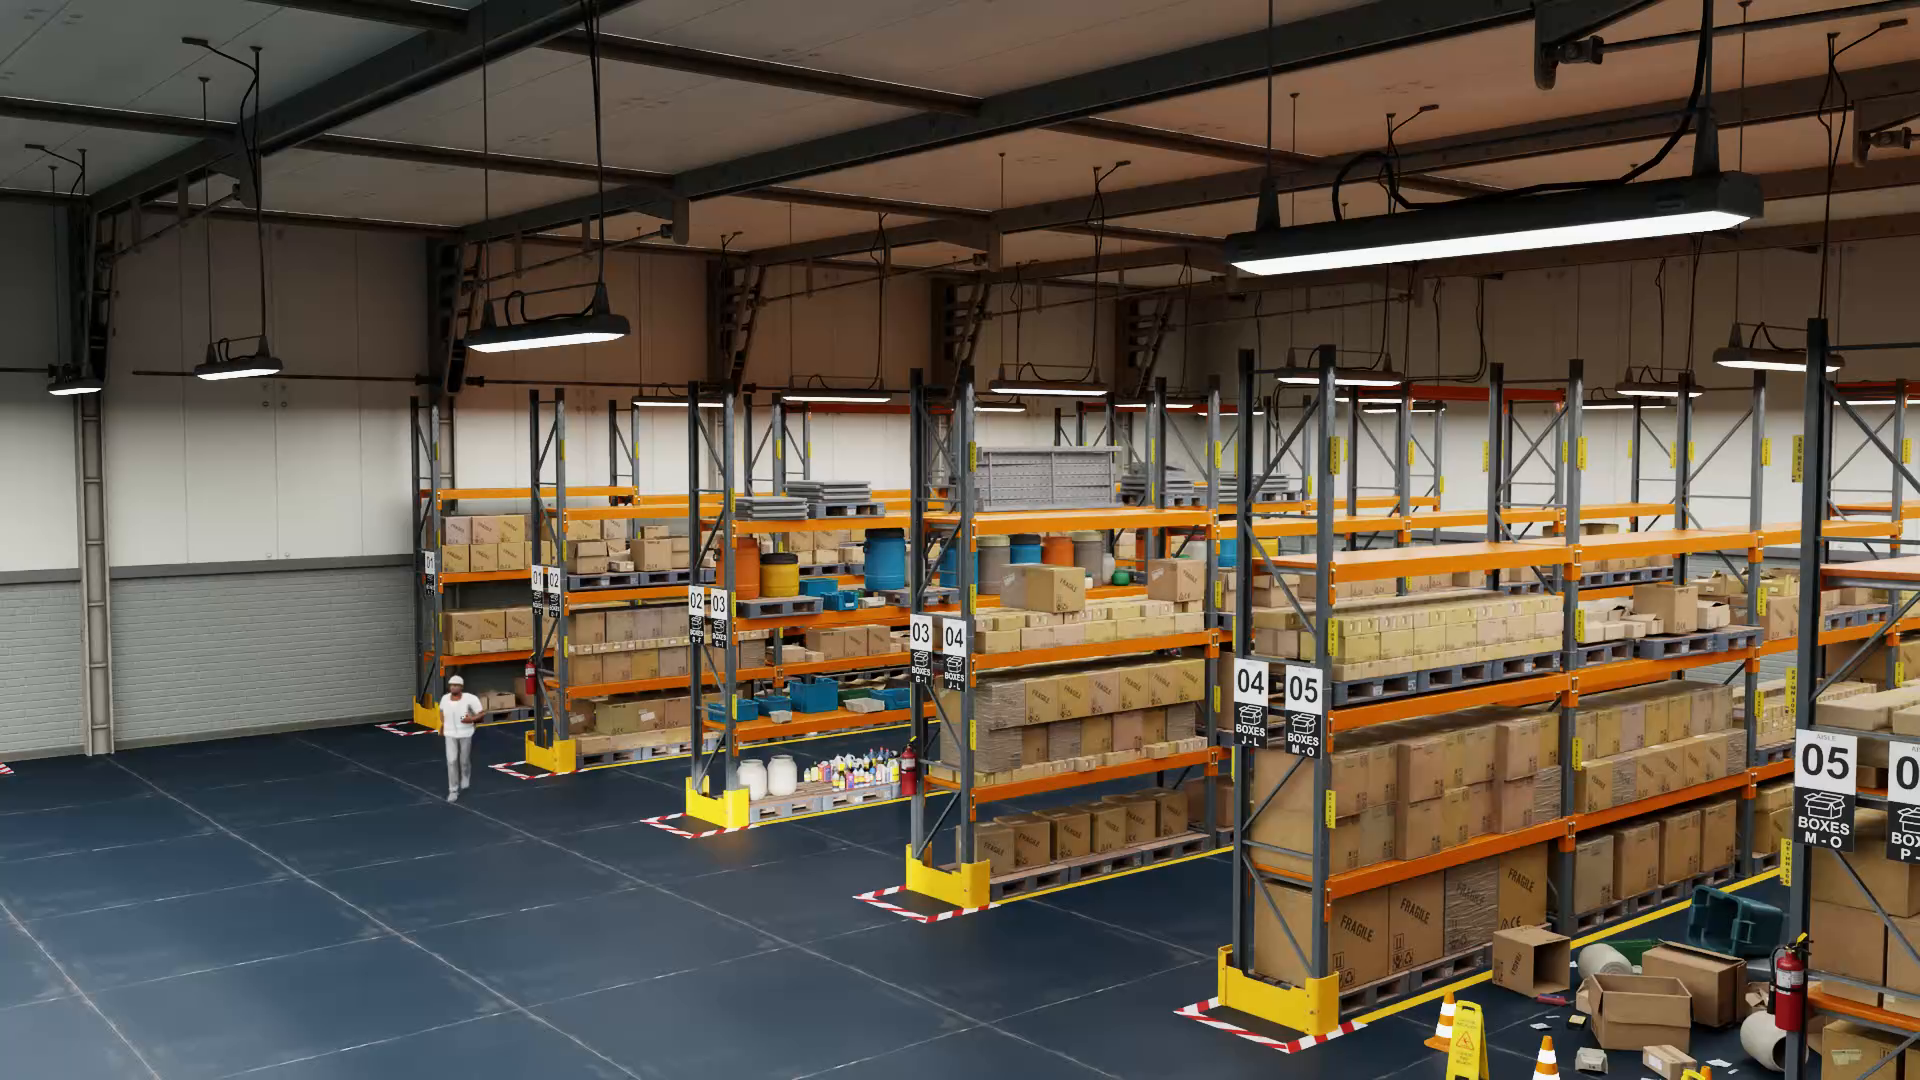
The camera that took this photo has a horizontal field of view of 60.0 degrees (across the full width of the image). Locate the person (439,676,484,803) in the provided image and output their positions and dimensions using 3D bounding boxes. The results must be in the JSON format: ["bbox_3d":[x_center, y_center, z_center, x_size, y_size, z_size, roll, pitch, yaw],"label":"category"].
[{"bbox_3d":[-7.265,2.852,24.187,0.681,1.782,0.916,0,3,-4],"label":"person"}]
